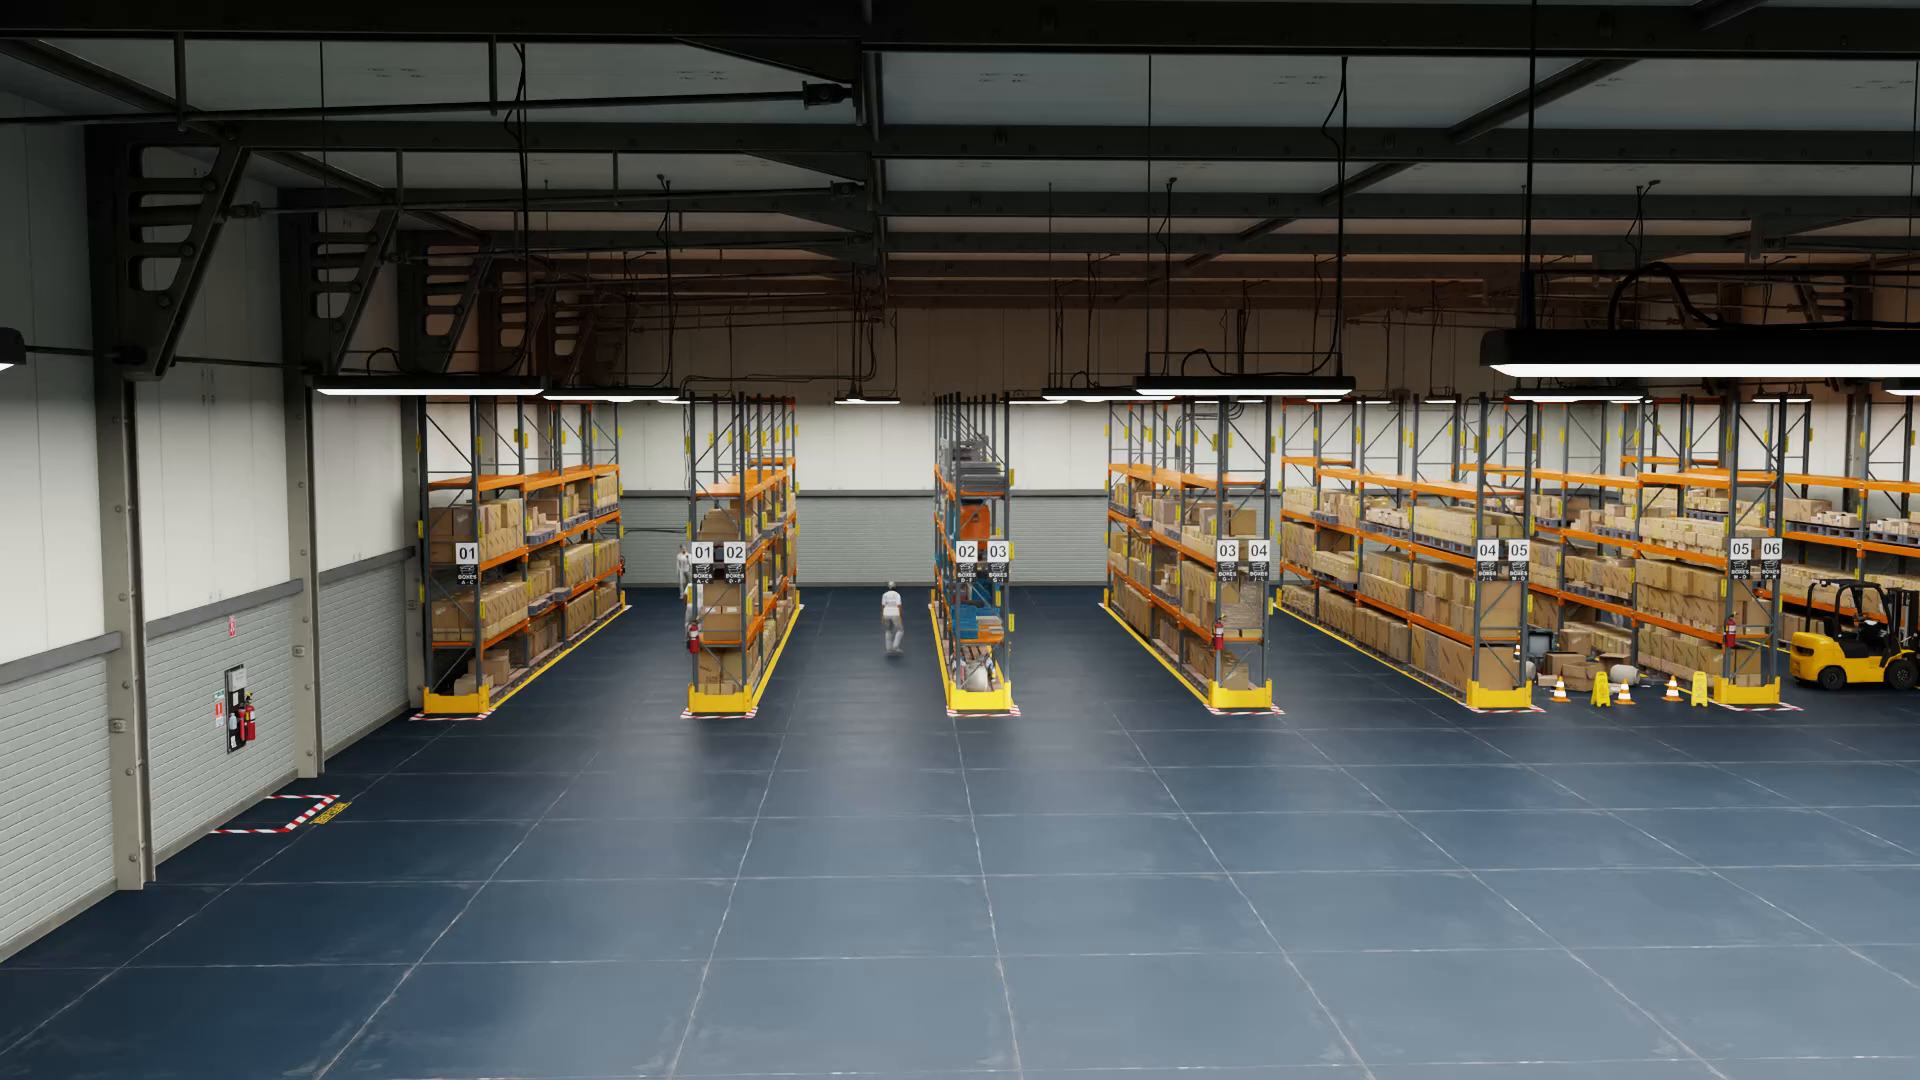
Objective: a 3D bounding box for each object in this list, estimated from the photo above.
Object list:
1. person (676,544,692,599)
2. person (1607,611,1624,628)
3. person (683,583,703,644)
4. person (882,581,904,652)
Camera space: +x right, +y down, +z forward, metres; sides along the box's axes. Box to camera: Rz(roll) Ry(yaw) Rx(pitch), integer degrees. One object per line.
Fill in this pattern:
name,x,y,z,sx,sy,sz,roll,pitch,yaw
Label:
person,-8.205,0.920,49.610,0.493,1.631,0.839,0,5,-4
person,16.889,1.481,42.700,0.518,1.713,0.359,-3,5,-30
person,-6.373,1.659,40.043,0.594,1.725,0.655,0,5,-1
person,-1.575,1.801,38.705,0.543,1.660,0.506,2,5,22
